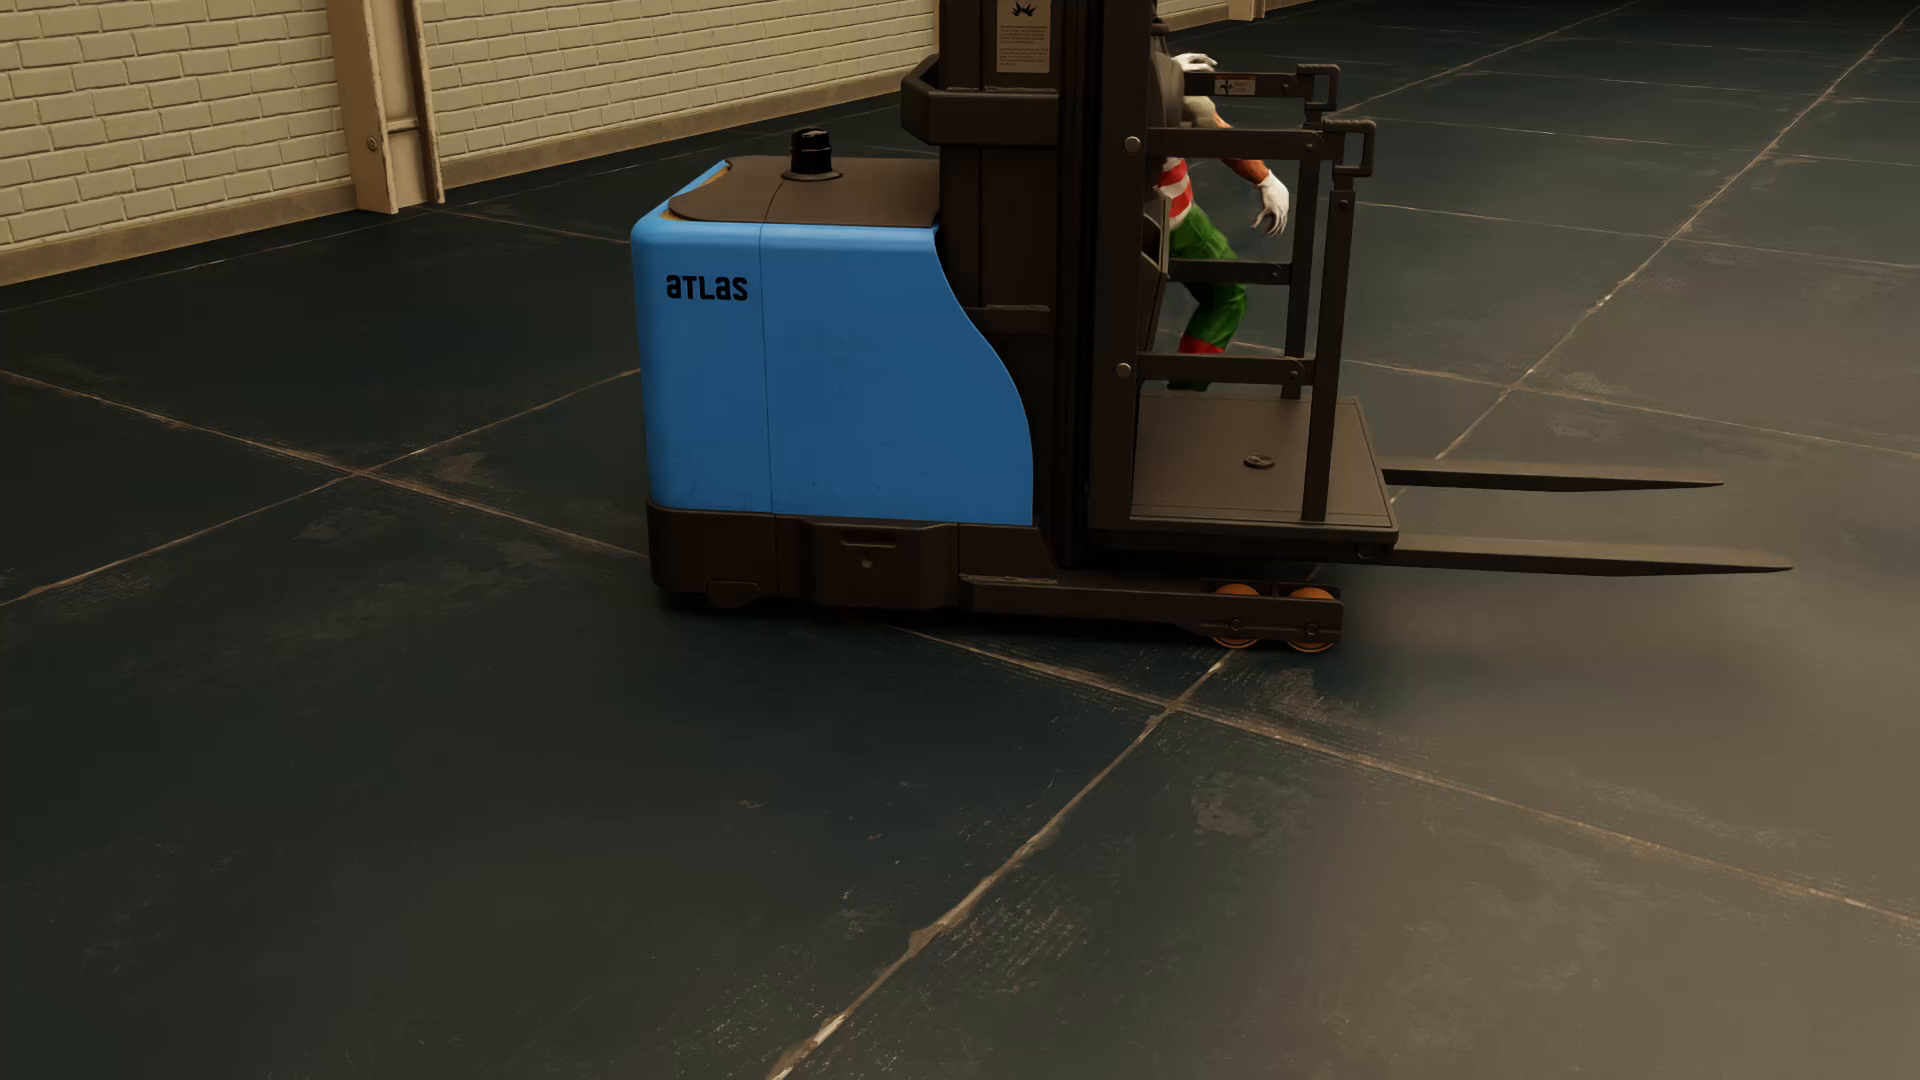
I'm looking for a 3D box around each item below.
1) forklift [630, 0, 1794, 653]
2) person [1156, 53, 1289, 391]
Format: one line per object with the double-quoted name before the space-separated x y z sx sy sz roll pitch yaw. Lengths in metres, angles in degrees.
"forklift" 0.701 -1.275 4.294 3.031 2.935 1.130 3 23 6
"person" 0.649 -1.080 5.487 0.863 1.602 0.855 7 24 17
